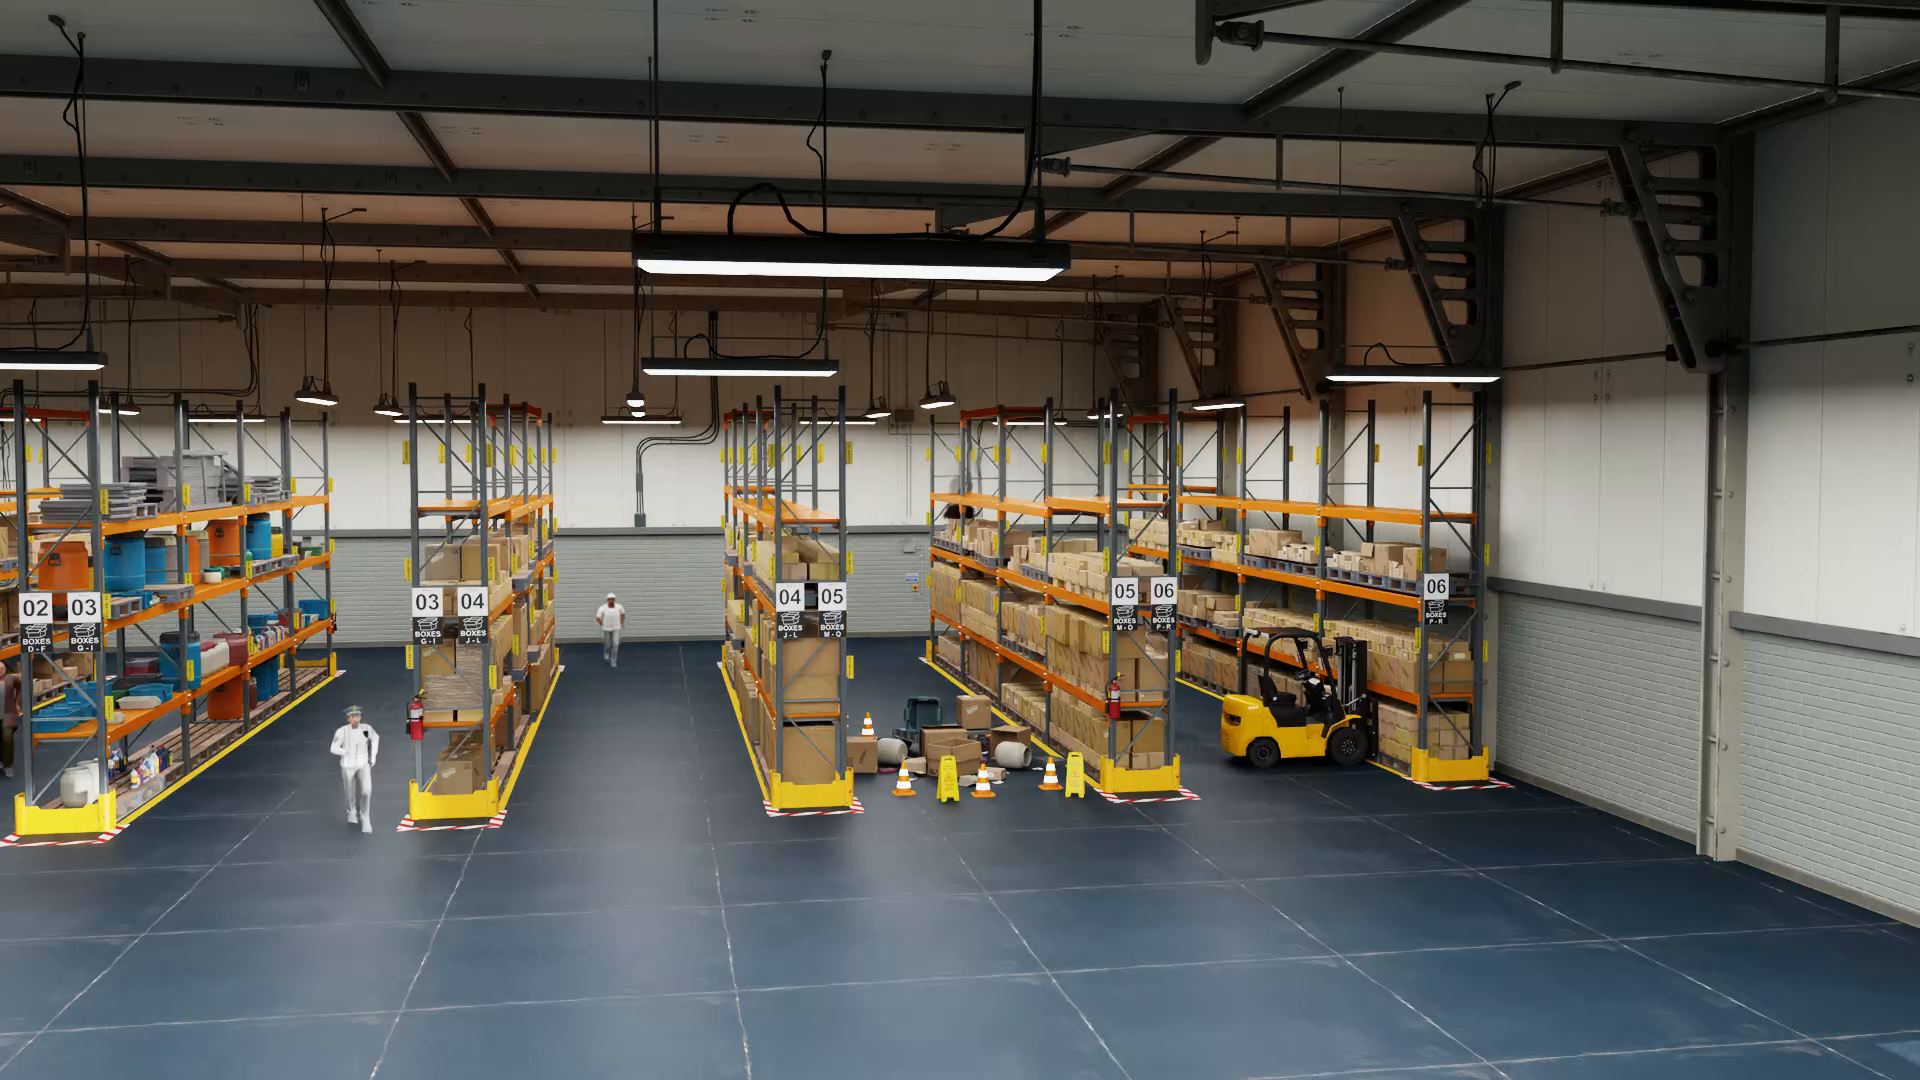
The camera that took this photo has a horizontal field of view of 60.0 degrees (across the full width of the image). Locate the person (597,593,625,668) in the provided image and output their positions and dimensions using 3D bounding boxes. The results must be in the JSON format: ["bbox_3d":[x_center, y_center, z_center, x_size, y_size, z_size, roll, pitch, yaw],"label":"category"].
[{"bbox_3d":[-8.312,2.128,39.613,0.686,1.751,0.882,-1,3,-19],"label":"person"}]

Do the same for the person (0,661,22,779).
[{"bbox_3d":[-15.008,2.843,26.000,0.640,1.755,0.907,-1,3,-25],"label":"person"}]

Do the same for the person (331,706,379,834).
[{"bbox_3d":[-8.087,3.049,22.250,0.625,1.718,0.794,-1,3,-24],"label":"person"}]
